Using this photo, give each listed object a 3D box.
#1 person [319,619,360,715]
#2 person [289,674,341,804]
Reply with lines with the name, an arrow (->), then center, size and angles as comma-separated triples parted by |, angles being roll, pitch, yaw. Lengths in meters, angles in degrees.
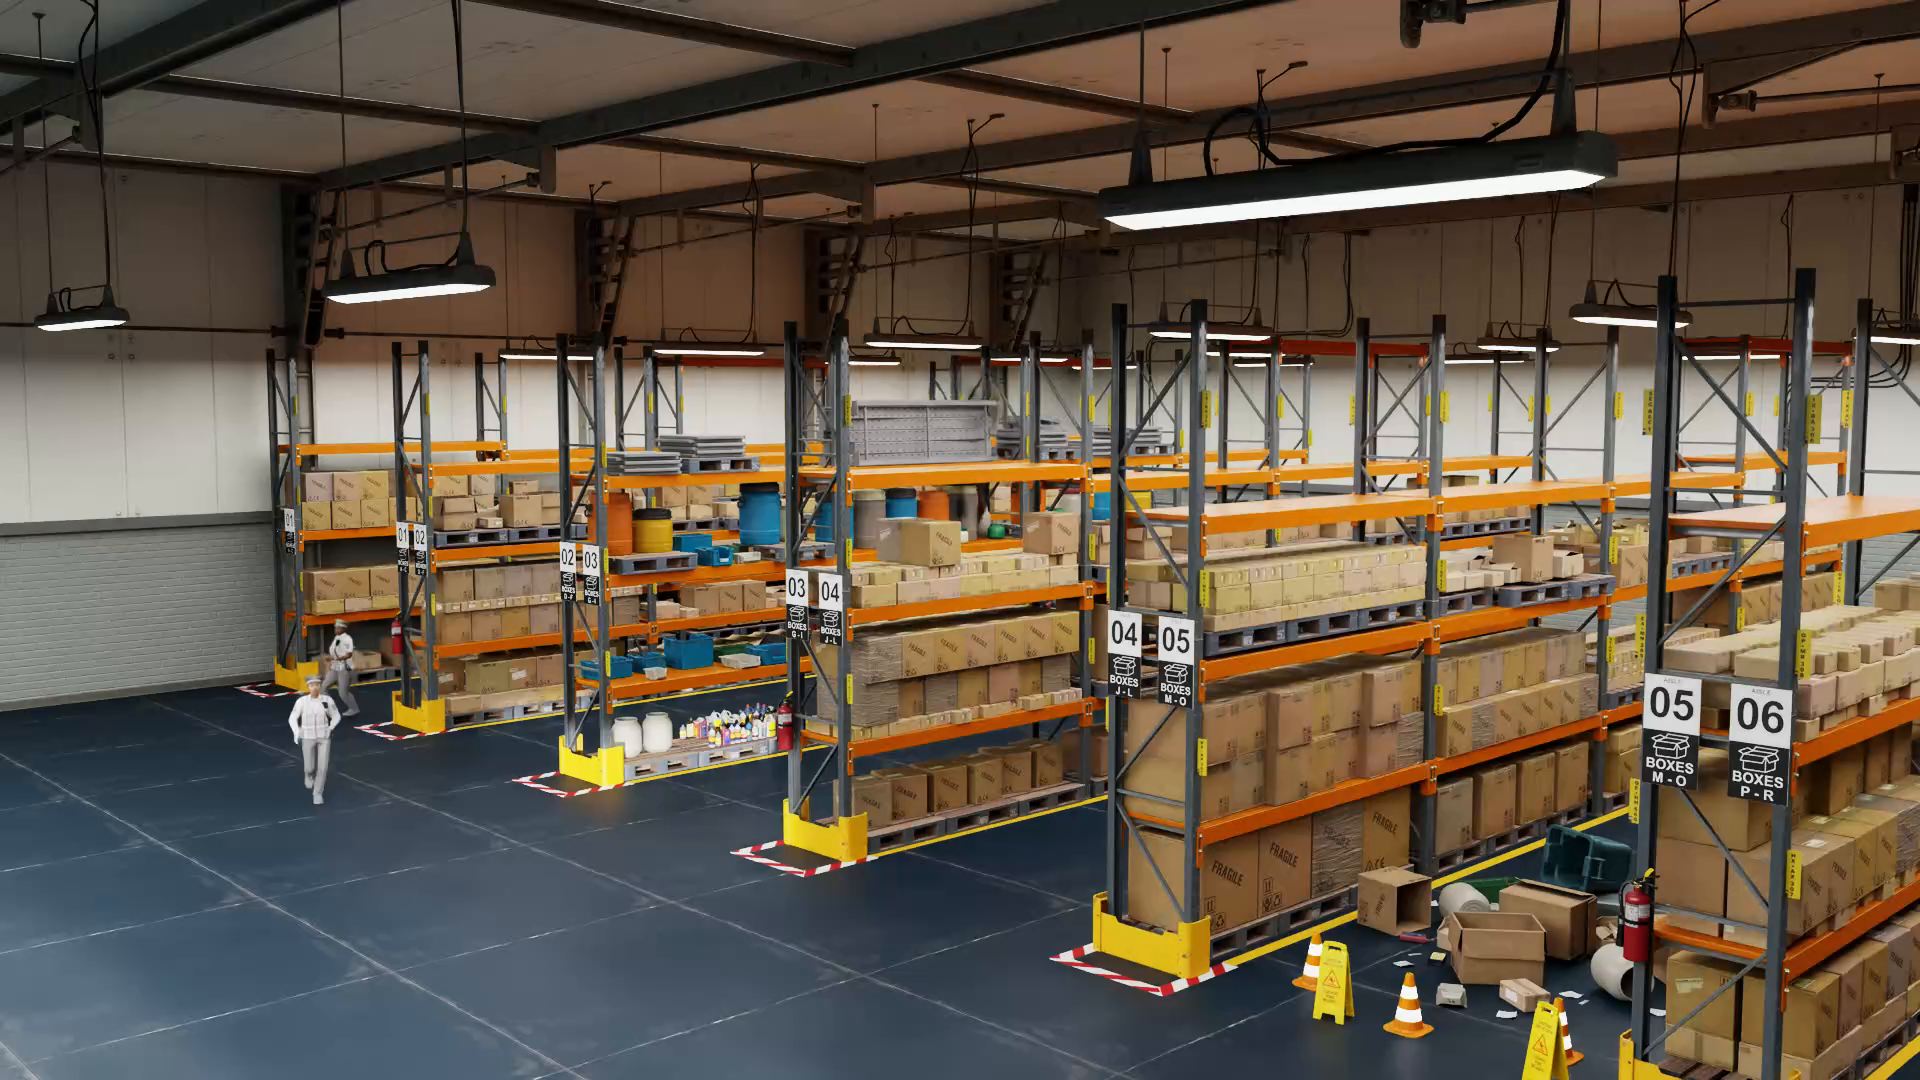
person -> -9.926, 2.088, 26.549 | 0.605, 1.681, 0.819 | 4, 6, 36
person -> -8.202, 2.516, 21.182 | 0.617, 1.656, 0.554 | -2, 5, -25
